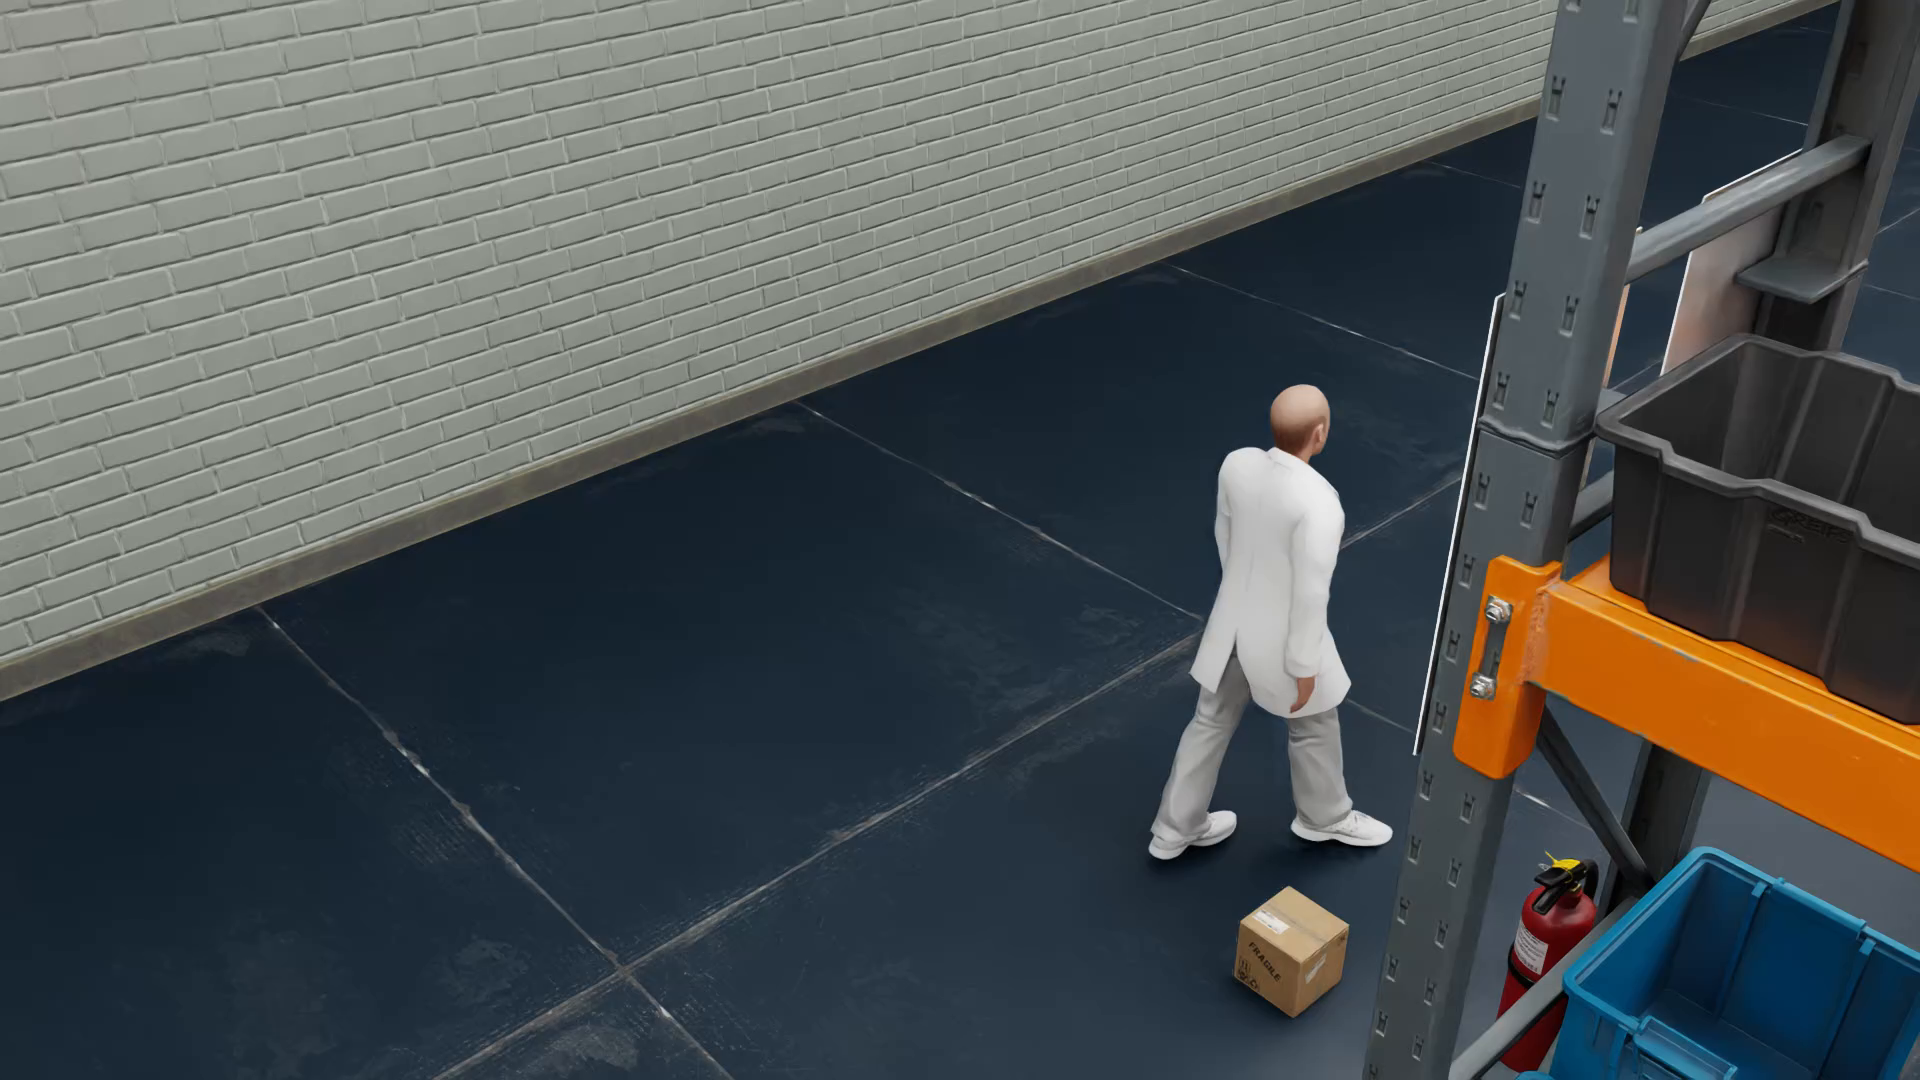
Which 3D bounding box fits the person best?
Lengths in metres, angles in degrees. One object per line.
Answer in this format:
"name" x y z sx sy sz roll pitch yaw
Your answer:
"person" 1.060 0.369 5.645 0.835 1.666 0.648 -20 36 -29
